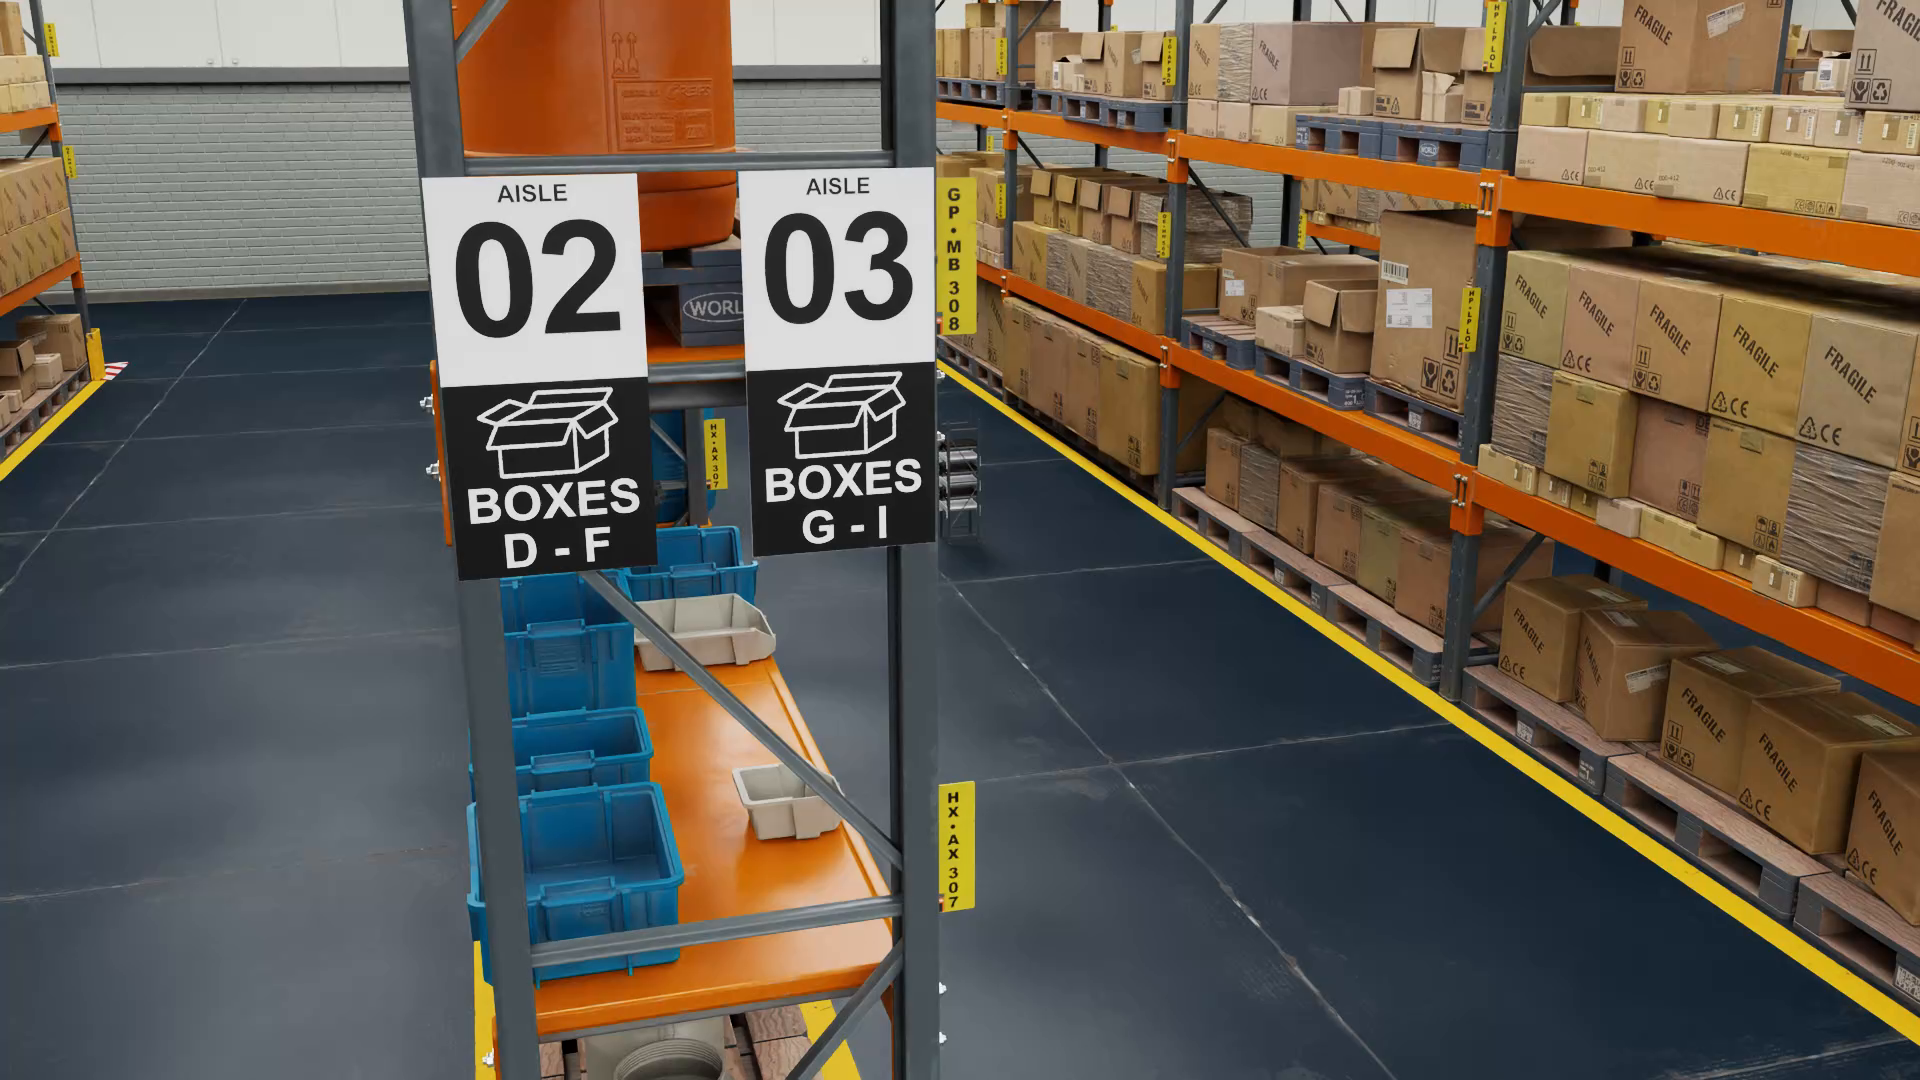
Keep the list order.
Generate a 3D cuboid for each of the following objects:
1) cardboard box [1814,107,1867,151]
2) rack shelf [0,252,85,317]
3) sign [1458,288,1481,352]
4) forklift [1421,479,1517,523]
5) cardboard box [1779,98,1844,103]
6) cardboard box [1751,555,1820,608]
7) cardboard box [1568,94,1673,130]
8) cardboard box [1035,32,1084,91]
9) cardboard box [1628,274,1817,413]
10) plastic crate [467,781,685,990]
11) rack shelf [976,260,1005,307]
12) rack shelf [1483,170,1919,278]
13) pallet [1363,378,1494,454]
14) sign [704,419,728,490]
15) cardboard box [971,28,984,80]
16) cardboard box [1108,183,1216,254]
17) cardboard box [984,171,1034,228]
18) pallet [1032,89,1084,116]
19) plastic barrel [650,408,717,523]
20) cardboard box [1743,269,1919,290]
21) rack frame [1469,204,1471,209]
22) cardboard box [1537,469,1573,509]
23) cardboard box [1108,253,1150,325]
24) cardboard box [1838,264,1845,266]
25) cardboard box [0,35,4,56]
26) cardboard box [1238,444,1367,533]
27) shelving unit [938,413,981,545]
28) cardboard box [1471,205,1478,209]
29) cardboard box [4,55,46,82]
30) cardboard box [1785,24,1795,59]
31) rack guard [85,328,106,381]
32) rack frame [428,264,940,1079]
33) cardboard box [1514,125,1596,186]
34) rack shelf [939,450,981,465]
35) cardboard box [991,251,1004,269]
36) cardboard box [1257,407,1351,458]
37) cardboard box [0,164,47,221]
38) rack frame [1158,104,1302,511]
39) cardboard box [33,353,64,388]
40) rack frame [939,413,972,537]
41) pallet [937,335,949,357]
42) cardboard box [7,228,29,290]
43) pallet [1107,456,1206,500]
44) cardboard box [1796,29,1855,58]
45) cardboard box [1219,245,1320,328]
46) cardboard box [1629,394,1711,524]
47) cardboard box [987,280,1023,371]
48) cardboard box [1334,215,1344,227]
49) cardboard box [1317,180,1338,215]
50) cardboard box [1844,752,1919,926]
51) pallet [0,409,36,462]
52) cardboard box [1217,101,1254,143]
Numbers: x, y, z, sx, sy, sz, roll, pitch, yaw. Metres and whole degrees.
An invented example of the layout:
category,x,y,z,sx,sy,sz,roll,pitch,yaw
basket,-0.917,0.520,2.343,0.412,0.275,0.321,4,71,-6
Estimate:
category,x,y,z,sx,sy,sz,roll,pitch,yaw
cardboard box,3.461,-1.548,6.245,0.380,0.149,0.250,-6,18,-18
rack shelf,-9.155,-2.246,15.466,1.077,0.370,4.000,-5,17,-15
sign,2.586,-1.116,8.442,0.100,0.325,0.005,-5,17,-15
forklift,4.945,-1.826,12.936,3.031,2.935,1.130,-15,22,-40
cardboard box,3.724,-1.800,7.085,0.380,0.149,0.250,-4,17,-13
cardboard box,3.428,0.151,6.673,0.380,0.149,0.250,-5,17,-15
cardboard box,3.050,-1.980,7.683,0.380,0.149,0.250,-6,18,-18
cardboard box,1.089,-4.346,15.087,0.700,0.500,0.500,-4,17,-14
cardboard box,3.274,-0.855,7.155,0.500,0.500,0.500,-5,17,-15
plastic crate,-0.969,0.848,4.175,0.499,0.251,0.616,-5,17,-15
rack shelf,0.371,-3.028,18.070,1.077,0.370,4.000,-5,17,-15
rack shelf,3.668,-1.146,6.588,1.077,0.370,4.000,-5,17,-15
pallet,3.049,-0.738,9.528,1.003,0.211,1.213,-5,17,-15
sign,-1.111,-0.388,7.549,0.100,0.325,0.005,-5,17,-15
cardboard box,0.504,-4.914,16.805,0.700,0.500,0.500,-4,17,-12
cardboard box,1.658,-2.626,13.561,0.797,0.503,0.637,-4,17,-14
cardboard box,0.537,-3.355,16.349,0.500,0.500,0.500,-4,17,-14
pallet,1.220,-3.915,14.890,0.805,0.209,1.217,-5,18,-17
plastic barrel,-1.458,-0.586,7.818,0.600,0.901,0.708,-5,17,-15
cardboard box,3.782,-0.897,7.294,0.500,0.500,0.500,-5,17,-15
rack frame,5.717,-3.184,17.337,1.000,3.000,0.127,-5,17,-15
cardboard box,3.040,-0.266,8.060,0.380,0.149,0.250,-5,17,-15
cardboard box,1.514,-2.016,13.277,0.500,0.500,0.500,-5,17,-16
cardboard box,7.070,-2.339,12.614,0.700,0.500,0.500,-5,17,-16
cardboard box,-9.252,-4.692,15.231,0.700,0.500,0.500,-5,17,-15
cardboard box,2.388,-0.391,11.619,0.700,0.500,0.500,-6,18,-20
shelving unit,-0.002,-0.433,11.830,0.258,0.900,0.210,-5,17,-15
cardboard box,5.383,-3.404,16.744,0.380,0.149,0.250,-4,17,-12
cardboard box,-9.319,-4.626,16.316,0.500,0.250,0.500,-5,17,-15
cardboard box,6.455,-4.020,13.402,0.396,0.266,0.258,-5,17,-15
rack guard,-9.684,-1.926,17.494,1.175,0.500,0.348,-5,17,-15
rack frame,-0.544,0.891,3.771,1.000,3.000,0.127,-5,17,-15
cardboard box,2.996,-1.827,7.866,0.500,0.250,0.500,-5,18,-17
rack shelf,-0.002,-0.574,11.788,0.258,0.077,0.200,-5,17,-15
cardboard box,0.522,-2.758,16.356,0.380,0.149,0.250,-5,17,-15
cardboard box,2.388,-0.757,11.535,0.500,0.250,0.500,-3,17,-9
cardboard box,-9.032,-3.287,15.767,0.500,0.500,0.500,-4,17,-14
rack frame,2.020,-1.713,12.441,1.000,3.000,0.127,-5,17,-15
cardboard box,-9.086,-1.642,16.218,0.500,0.250,0.500,-5,17,-15
rack frame,-0.030,-0.461,11.924,0.240,0.900,0.006,-5,17,-15
pallet,0.116,-2.376,19.494,1.003,0.211,1.213,-5,17,-15
cardboard box,-8.763,-2.528,14.980,0.500,0.500,0.500,-5,17,-16
pallet,1.875,-0.602,13.588,1.003,0.211,1.213,-5,17,-15
cardboard box,10.047,-5.709,19.445,0.797,0.503,0.637,-3,17,-11
cardboard box,2.206,-1.816,11.880,0.500,0.500,0.500,-7,18,-22
cardboard box,3.521,-0.396,7.367,0.875,0.500,0.500,-5,17,-15
cardboard box,0.816,-2.192,16.999,0.875,0.875,0.875,-5,17,-15
cardboard box,4.727,-3.848,19.984,0.380,0.149,0.250,-4,17,-13
cardboard box,4.647,-4.189,19.991,0.500,0.500,0.500,-5,17,-15
cardboard box,3.865,1.159,6.495,0.500,0.500,0.500,0,17,-1
pallet,-8.793,-0.892,14.555,1.003,0.211,1.213,-5,17,-15
cardboard box,2.045,-2.786,11.059,0.500,0.250,0.500,-4,17,-14
